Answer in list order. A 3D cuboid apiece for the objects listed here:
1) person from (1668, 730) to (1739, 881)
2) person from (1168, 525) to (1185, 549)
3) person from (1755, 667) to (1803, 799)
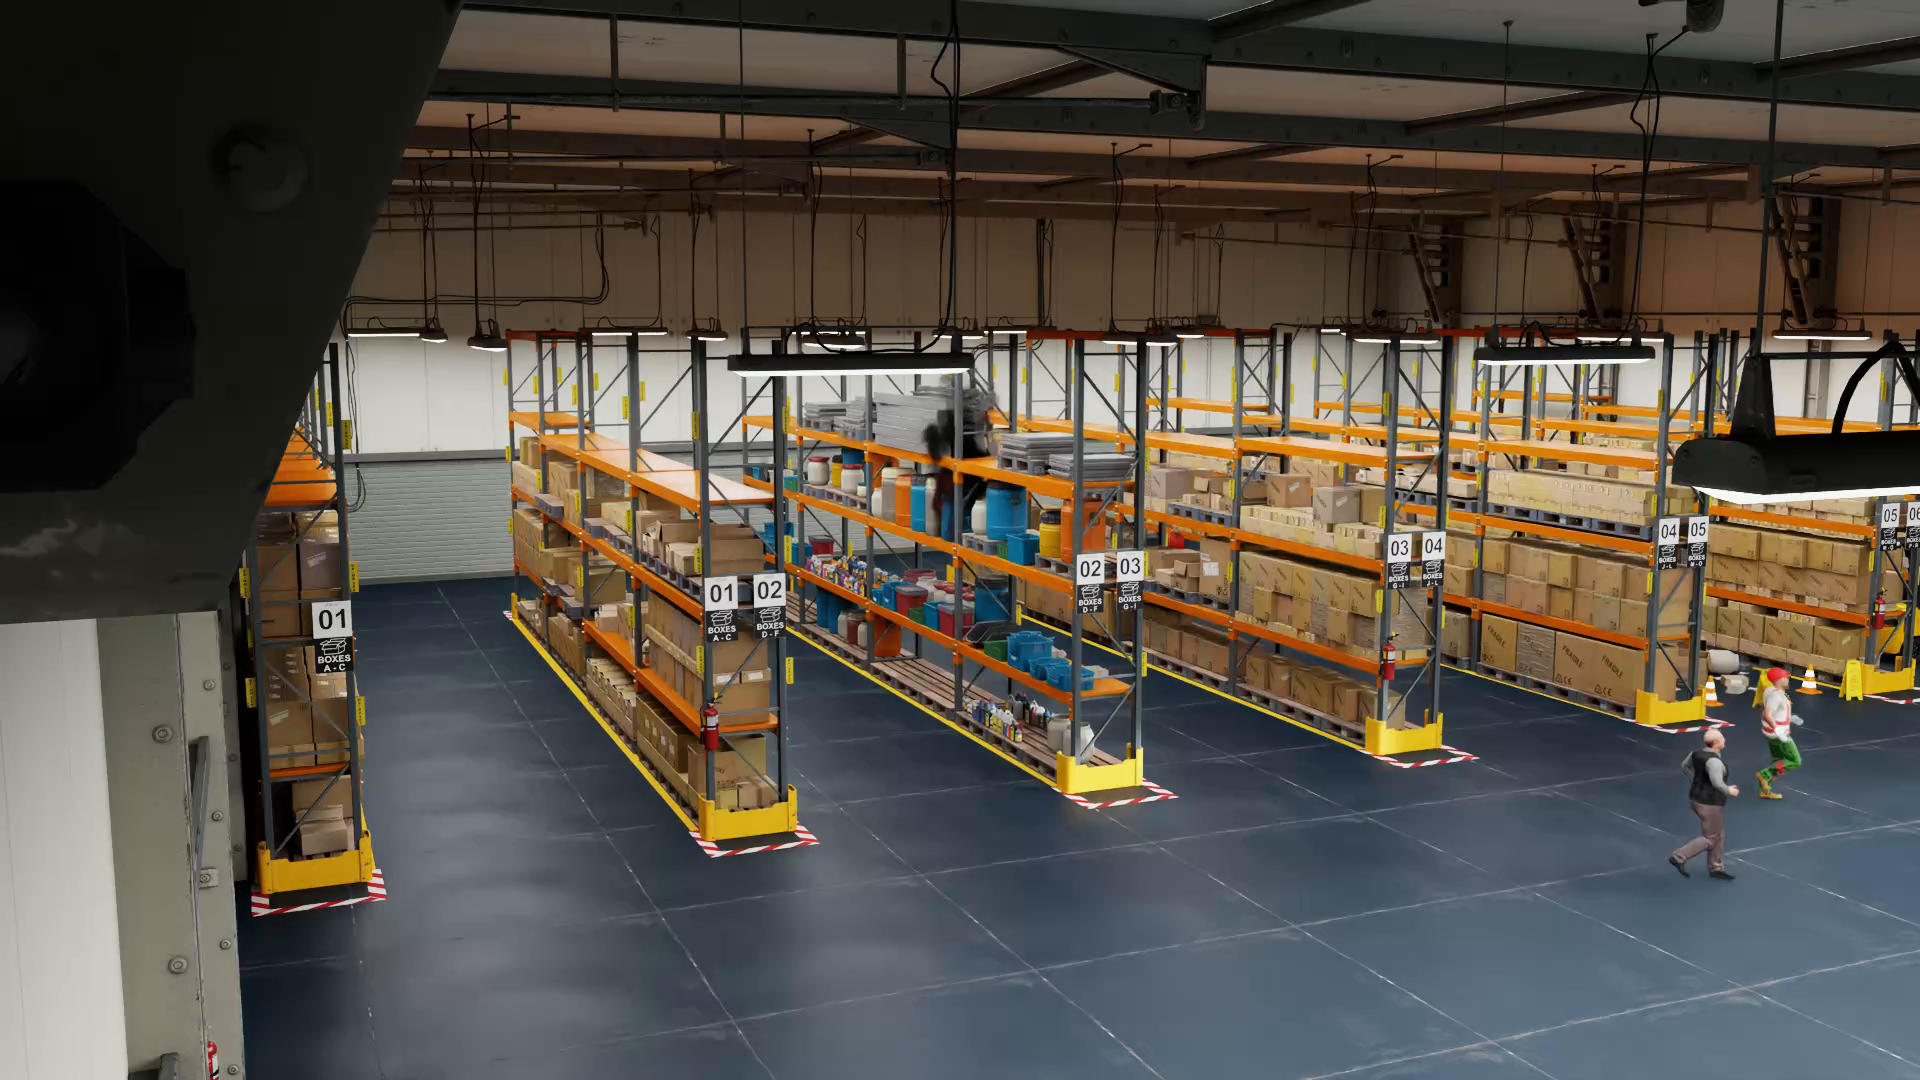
[{"bbox_3d":[8.328,2.968,18.603,0.816,1.732,0.683,0,8,1],"label":"person"},{"bbox_3d":[4.723,0.502,36.641,0.678,1.755,0.953,-4,9,-25],"label":"person"},{"bbox_3d":[10.704,2.526,21.709,0.580,1.740,0.660,2,8,14],"label":"person"}]
